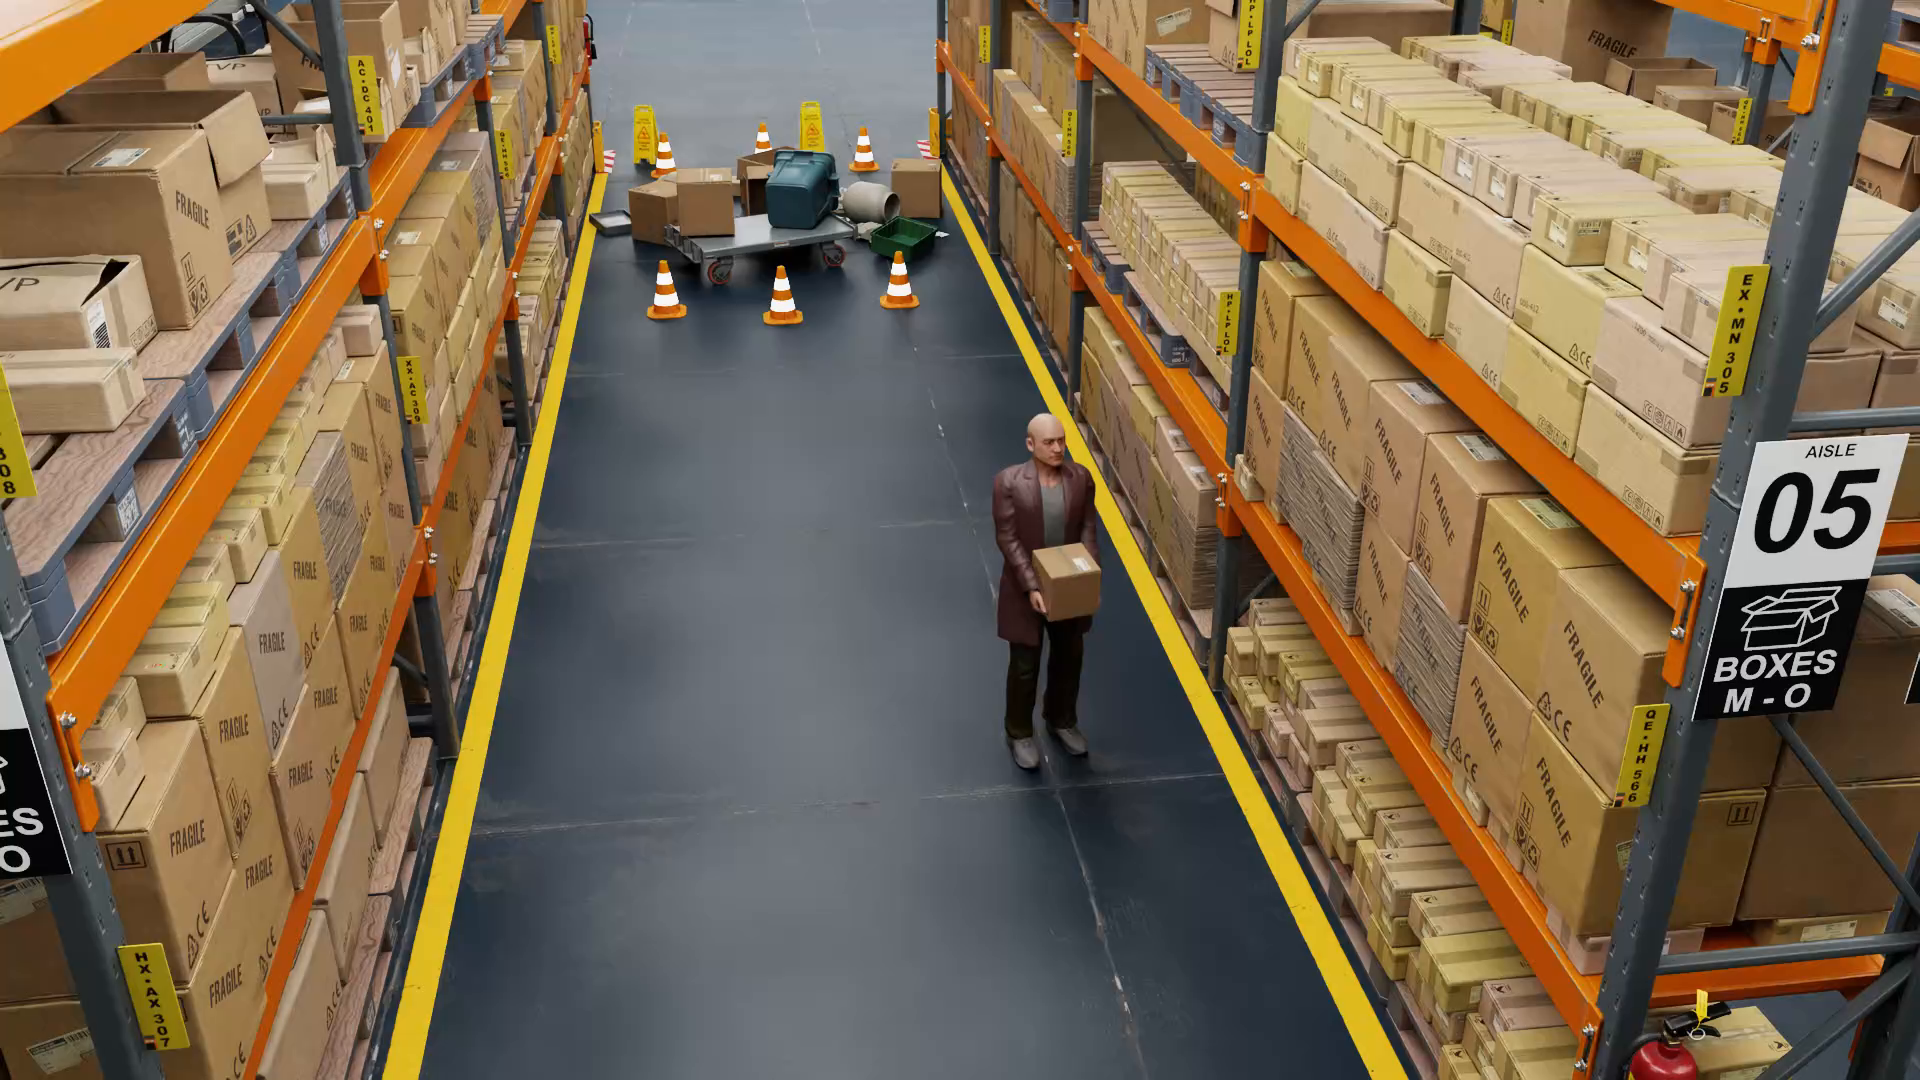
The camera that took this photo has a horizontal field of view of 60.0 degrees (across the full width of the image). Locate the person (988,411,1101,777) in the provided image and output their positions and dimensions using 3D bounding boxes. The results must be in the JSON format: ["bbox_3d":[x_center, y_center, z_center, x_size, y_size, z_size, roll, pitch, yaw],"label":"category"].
[{"bbox_3d":[0.428,0.262,8.109,0.559,1.780,0.524,-9,28,-16],"label":"person"}]
